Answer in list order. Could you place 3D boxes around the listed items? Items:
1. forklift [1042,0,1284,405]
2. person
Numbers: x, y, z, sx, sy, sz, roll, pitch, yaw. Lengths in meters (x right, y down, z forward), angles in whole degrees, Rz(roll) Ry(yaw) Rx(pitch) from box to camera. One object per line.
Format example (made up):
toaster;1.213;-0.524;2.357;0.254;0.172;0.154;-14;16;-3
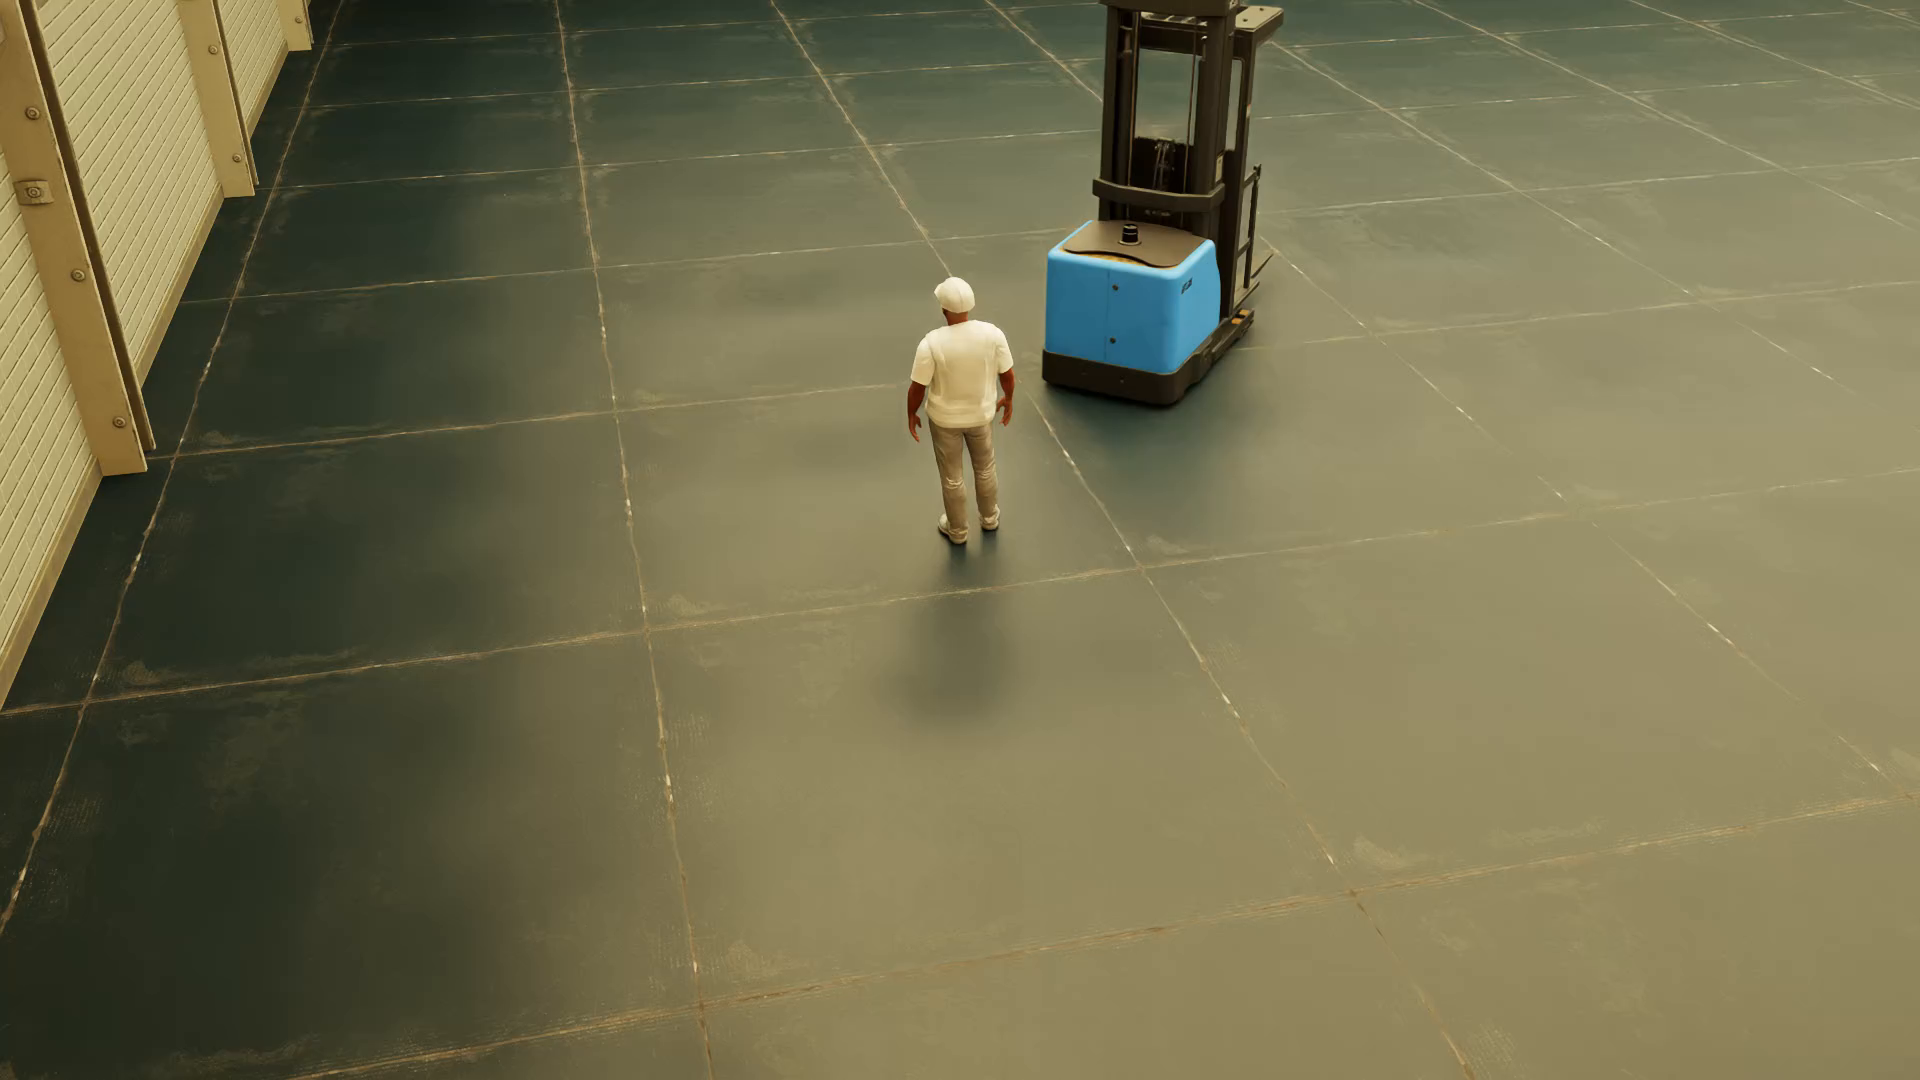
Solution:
forklift;1.723;-2.963;12.692;1.130;2.935;3.031;14;33;23
person;-0.012;-0.805;10.114;0.666;1.768;0.575;-7;31;-12
